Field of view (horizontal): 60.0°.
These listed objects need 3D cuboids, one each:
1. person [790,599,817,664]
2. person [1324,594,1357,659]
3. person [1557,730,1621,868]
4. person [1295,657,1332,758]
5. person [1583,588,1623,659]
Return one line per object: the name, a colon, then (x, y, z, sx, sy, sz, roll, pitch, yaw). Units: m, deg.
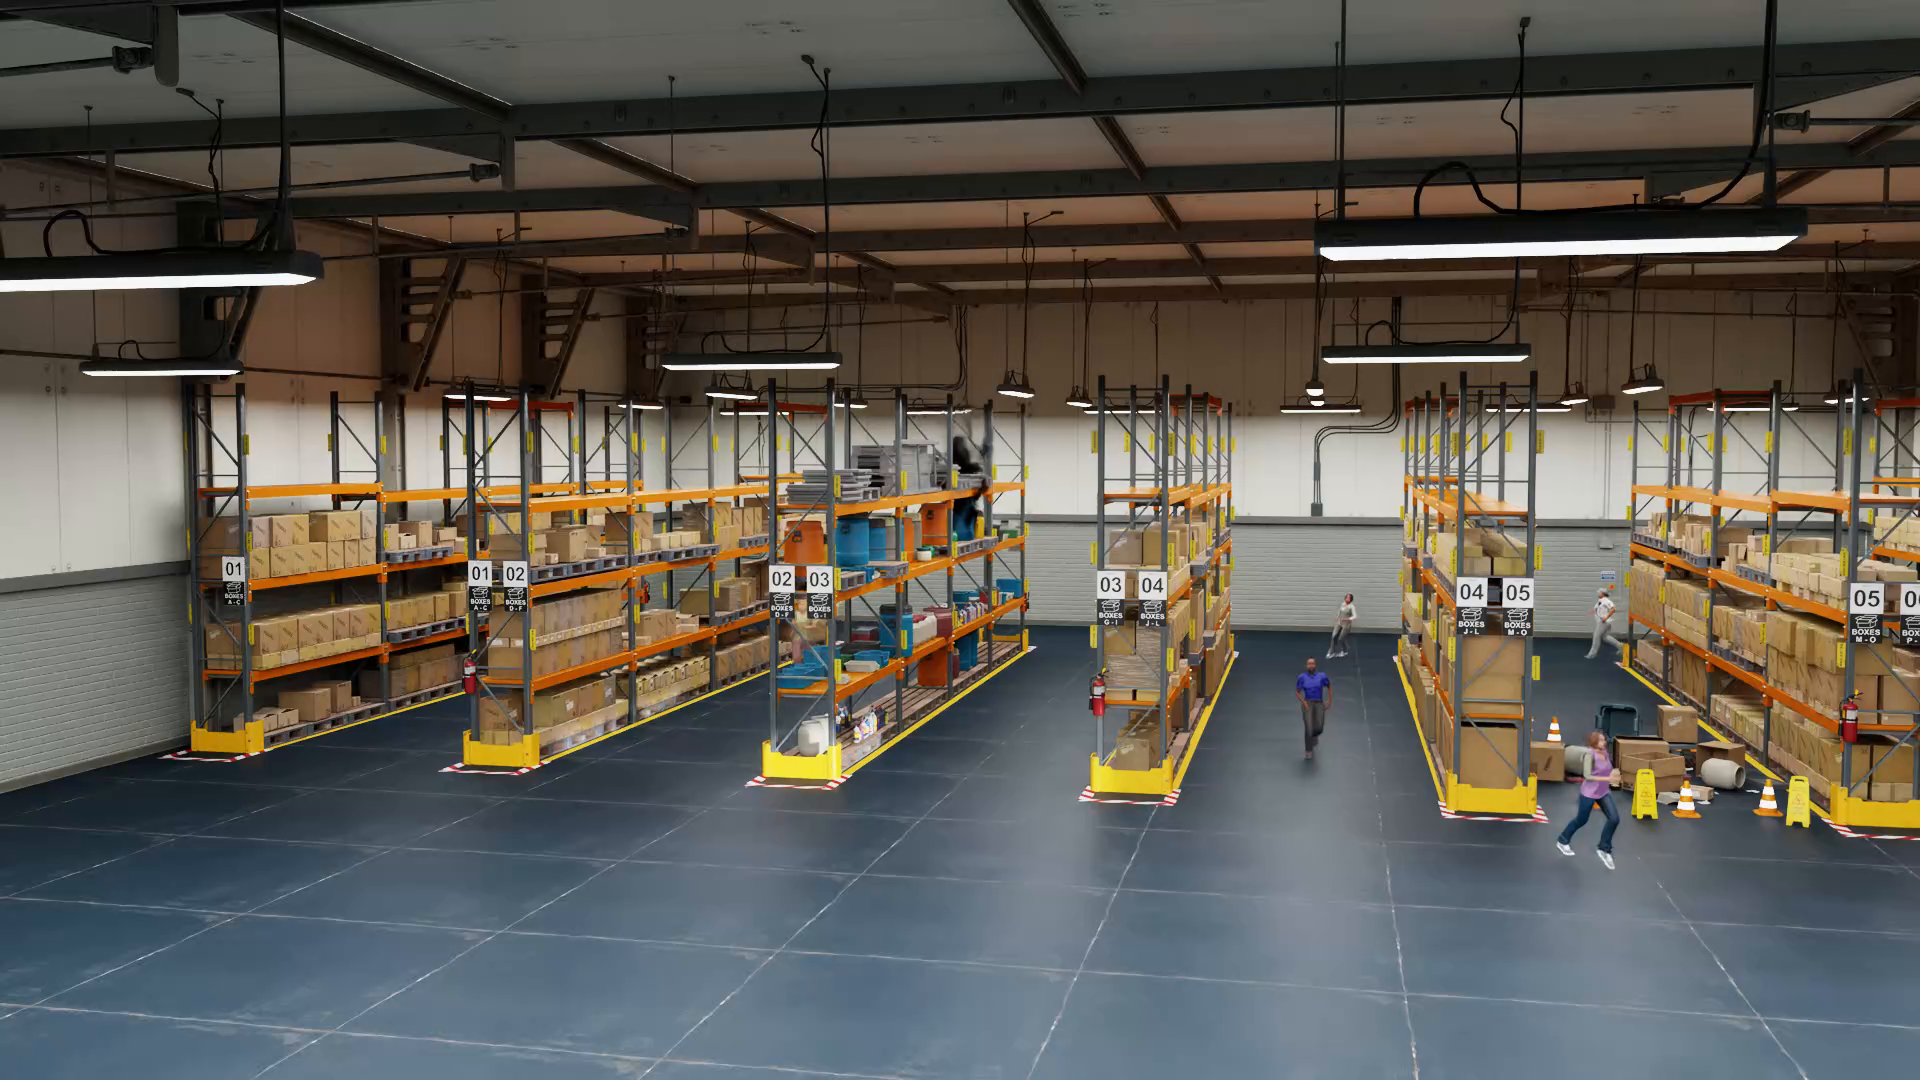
person: (-3.090, 1.991, 32.659, 0.570, 1.664, 0.915, 0, 3, 7)
person: (8.968, 2.021, 38.844, 0.676, 1.569, 0.651, -3, 4, -40)
person: (7.561, 3.069, 19.856, 0.546, 1.626, 0.837, -2, 4, -28)
person: (5.662, 2.683, 26.643, 0.597, 1.617, 0.626, 0, 3, 8)
person: (15.075, 1.952, 38.859, 0.944, 1.675, 0.628, 1, 3, 16)
